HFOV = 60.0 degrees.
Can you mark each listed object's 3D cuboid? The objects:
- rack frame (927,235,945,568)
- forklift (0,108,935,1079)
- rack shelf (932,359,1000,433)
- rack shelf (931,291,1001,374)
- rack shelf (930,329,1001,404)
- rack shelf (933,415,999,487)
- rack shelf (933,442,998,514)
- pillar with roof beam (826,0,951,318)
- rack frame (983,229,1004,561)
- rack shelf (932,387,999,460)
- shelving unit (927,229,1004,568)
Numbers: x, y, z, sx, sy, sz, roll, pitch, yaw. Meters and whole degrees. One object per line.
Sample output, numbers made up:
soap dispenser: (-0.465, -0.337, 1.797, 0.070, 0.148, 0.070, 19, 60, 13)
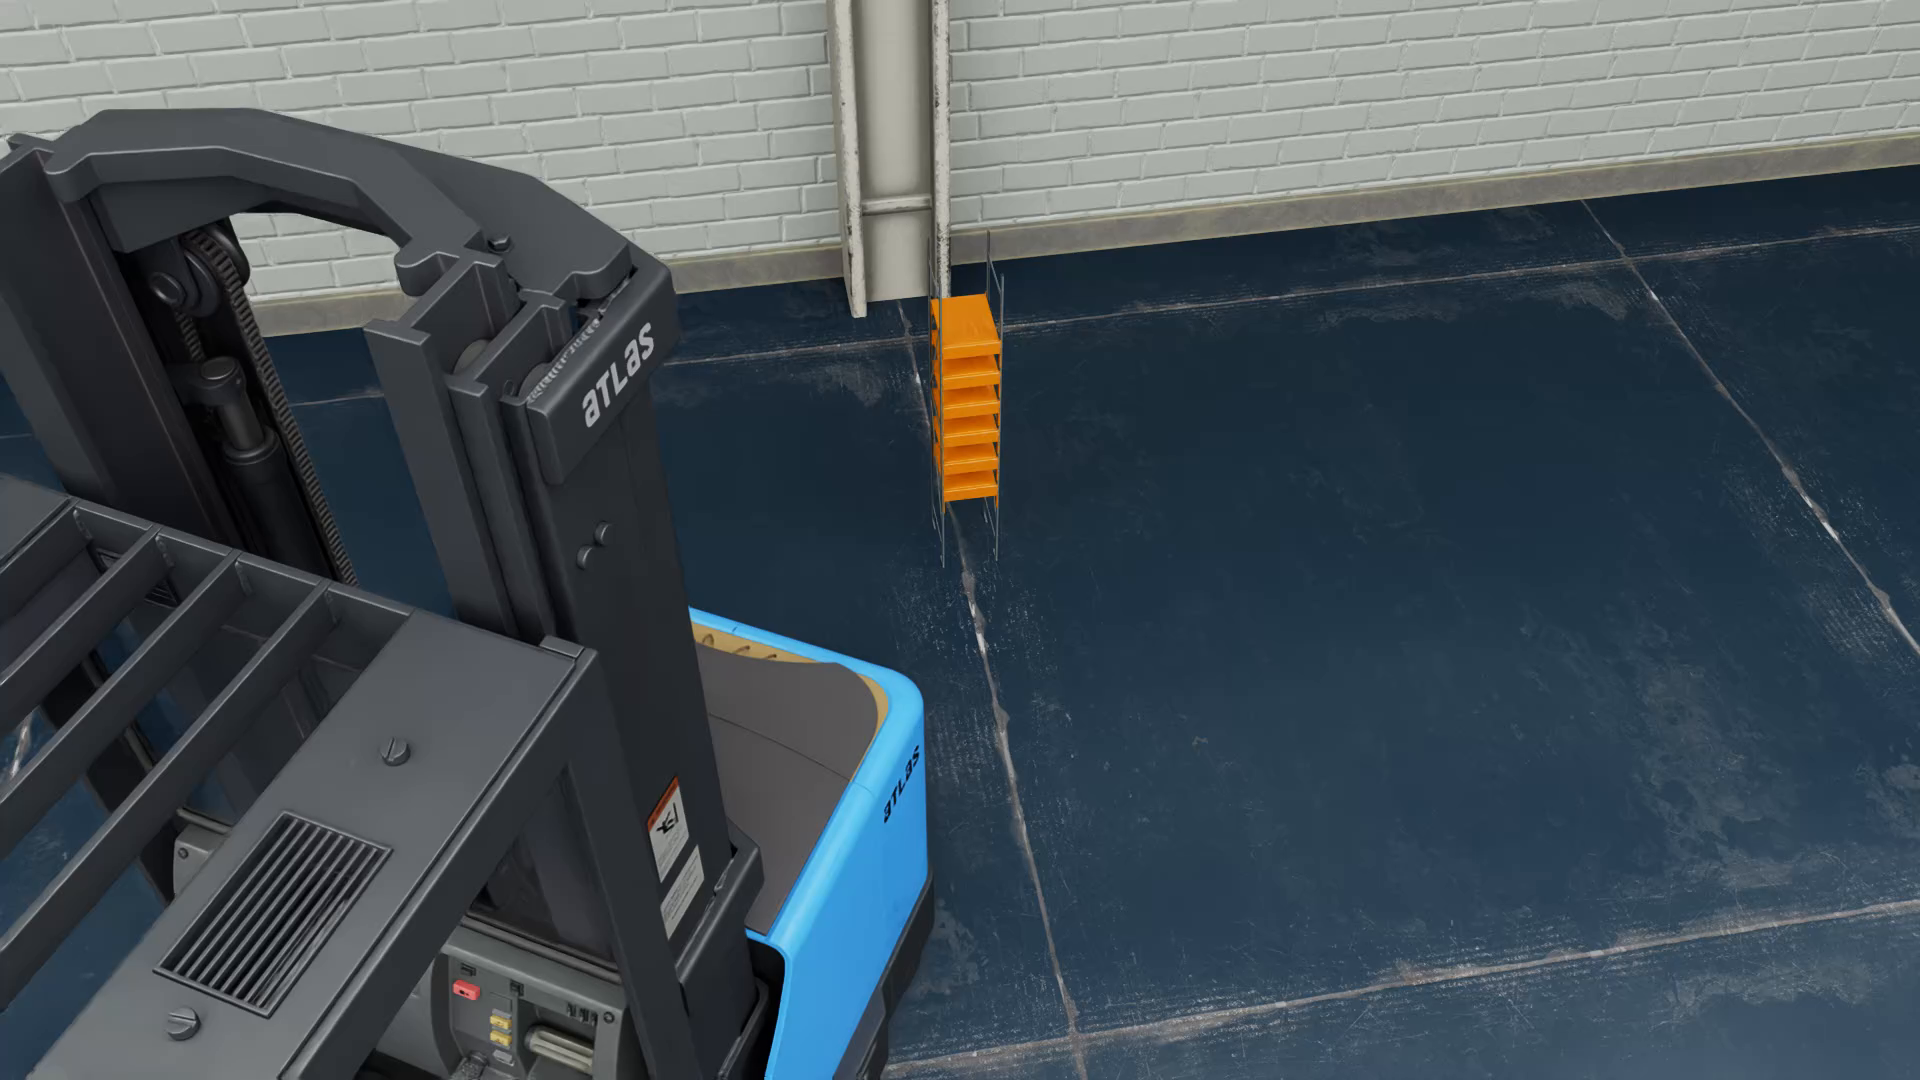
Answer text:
rack frame: (-0.076, -0.407, 5.309, 0.006, 1.200, 0.240, -7, 46, -7)
forklift: (-1.085, 0.918, 2.831, 1.130, 2.935, 3.031, 16, 48, 15)
rack shelf: (0.014, -0.471, 5.265, 0.180, 0.103, 0.258, -7, 46, -7)
rack shelf: (0.014, -0.637, 5.092, 0.180, 0.103, 0.258, -7, 46, -7)
rack shelf: (0.014, -0.554, 5.179, 0.180, 0.103, 0.258, -7, 46, -7)
rack shelf: (0.014, -0.304, 5.438, 0.180, 0.103, 0.258, -7, 46, -7)
rack shelf: (0.014, -0.221, 5.524, 0.180, 0.103, 0.258, -7, 46, -7)
pillar with roof beam: (0.477, -1.083, 0.545, 0.400, 9.000, 9.100, -7, 46, -7)
rack frame: (0.104, -0.429, 5.330, 0.006, 1.200, 0.240, -7, 46, -7)
rack shelf: (0.014, -0.387, 5.352, 0.180, 0.103, 0.258, -7, 46, -7)
shelving unit: (0.014, -0.418, 5.320, 0.189, 1.200, 0.258, -7, 46, -7)
